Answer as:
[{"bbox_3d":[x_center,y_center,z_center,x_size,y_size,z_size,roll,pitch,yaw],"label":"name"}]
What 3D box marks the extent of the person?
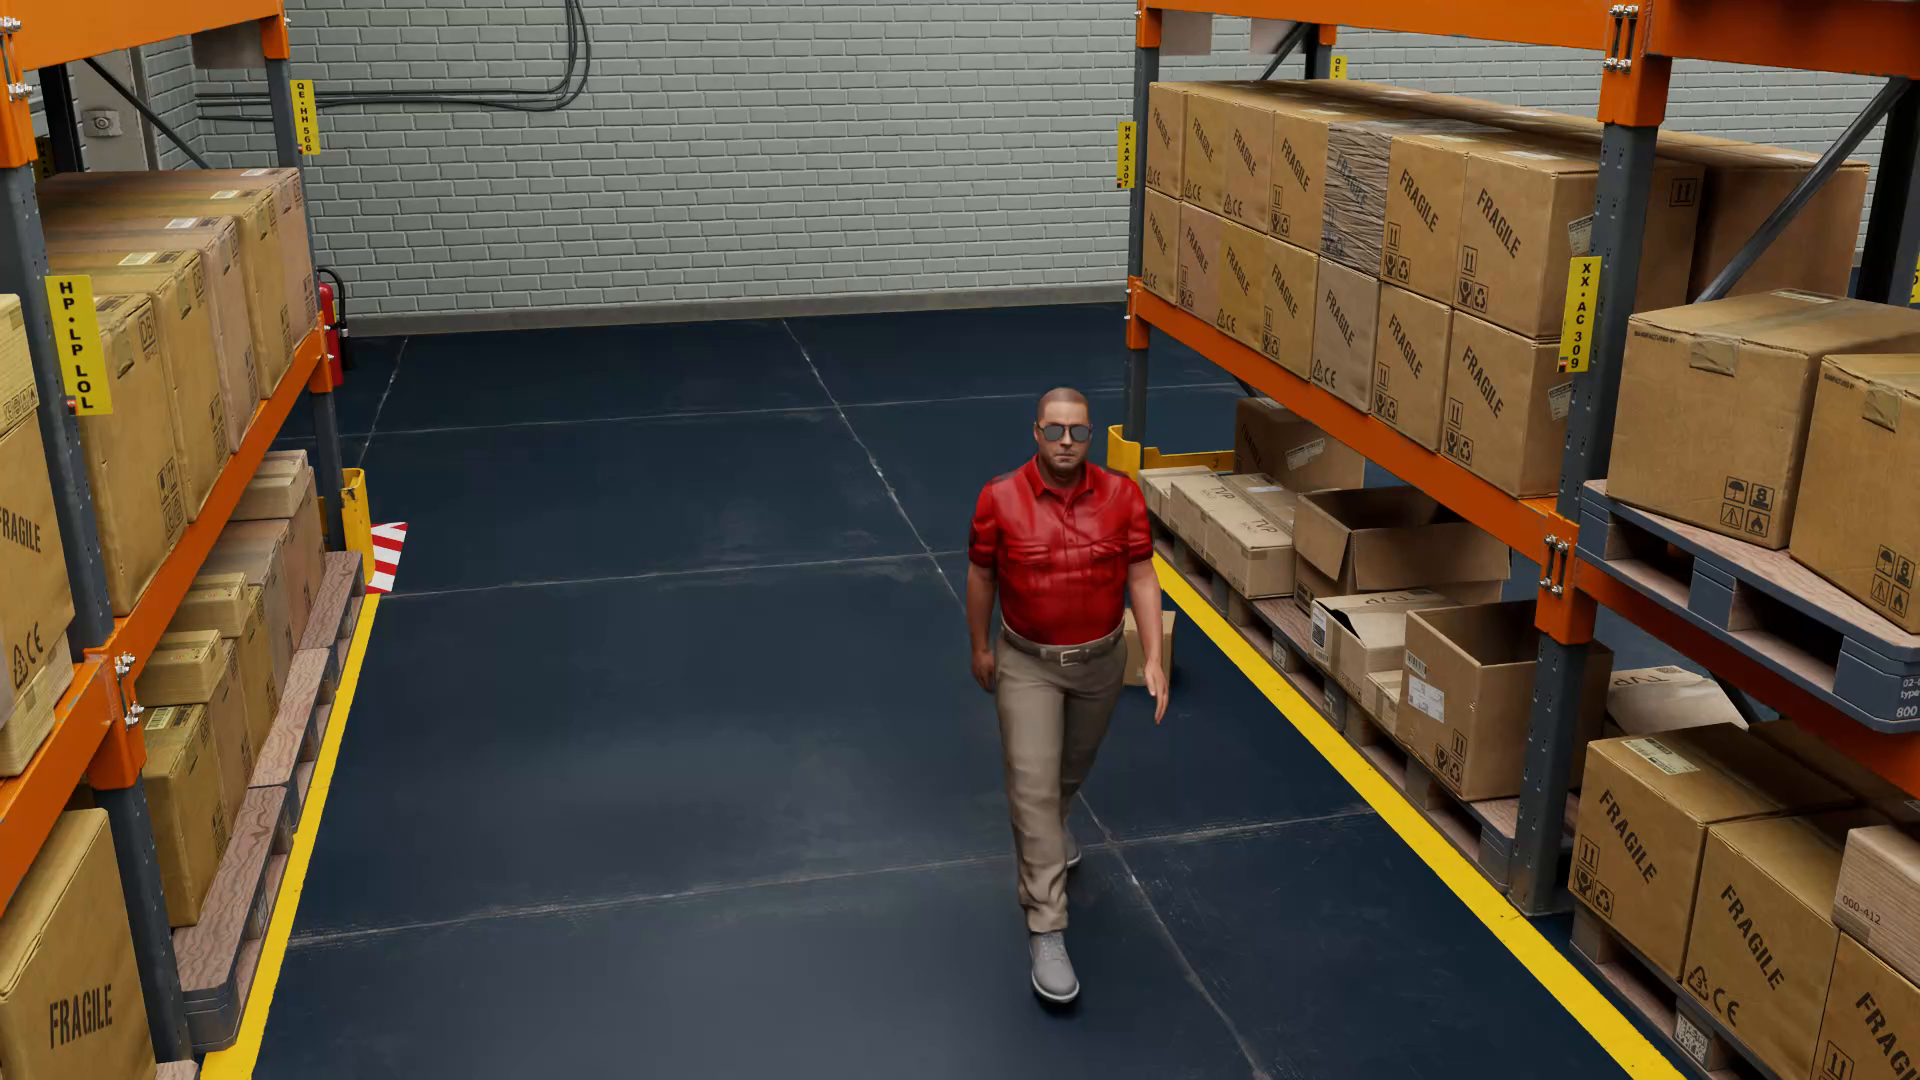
[{"bbox_3d":[0.329,0.378,5.000,0.547,1.673,1.009,-4,20,-12],"label":"person"}]
